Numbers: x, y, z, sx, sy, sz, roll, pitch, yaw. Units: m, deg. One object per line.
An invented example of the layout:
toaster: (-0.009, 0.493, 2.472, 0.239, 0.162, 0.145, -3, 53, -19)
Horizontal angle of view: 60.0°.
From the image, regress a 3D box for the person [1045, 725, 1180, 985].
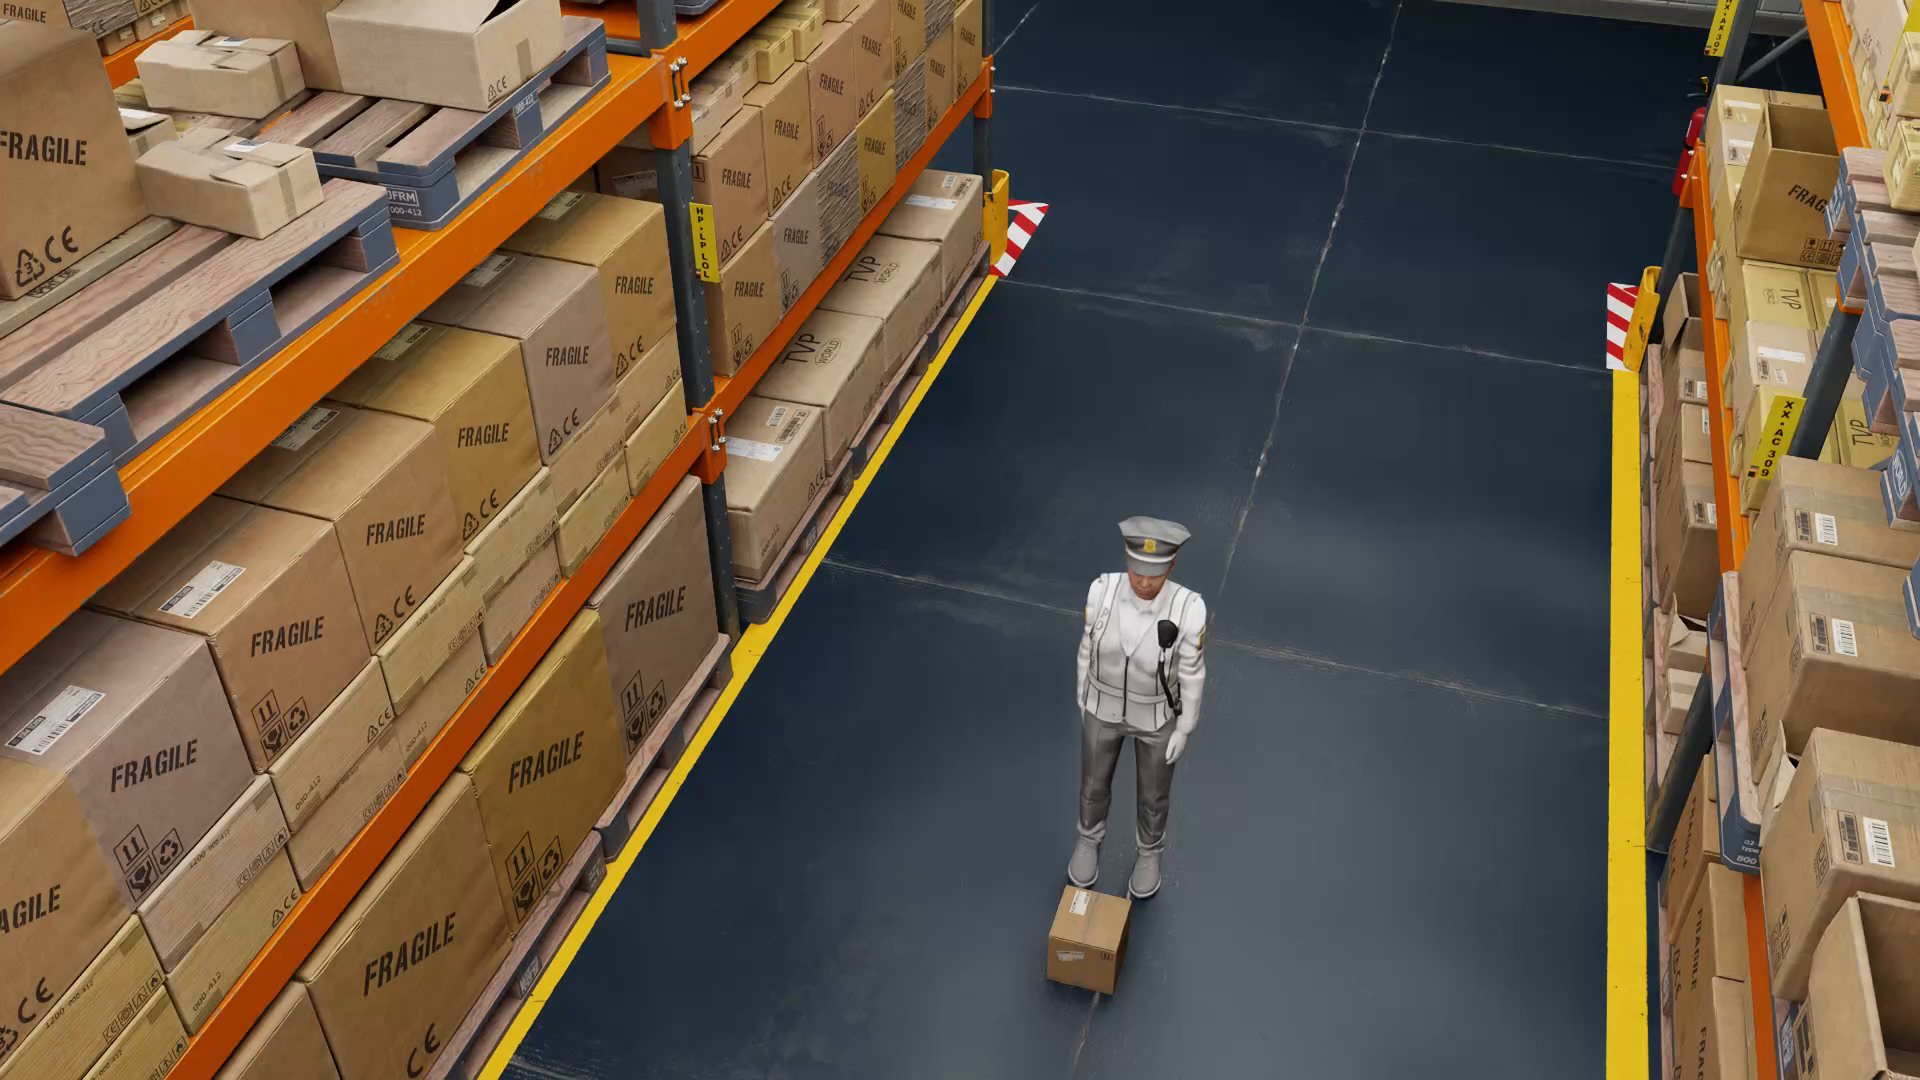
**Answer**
person: (0.577, 1.111, 6.212, 0.465, 0.818, 0.900, 10, 38, 13)
